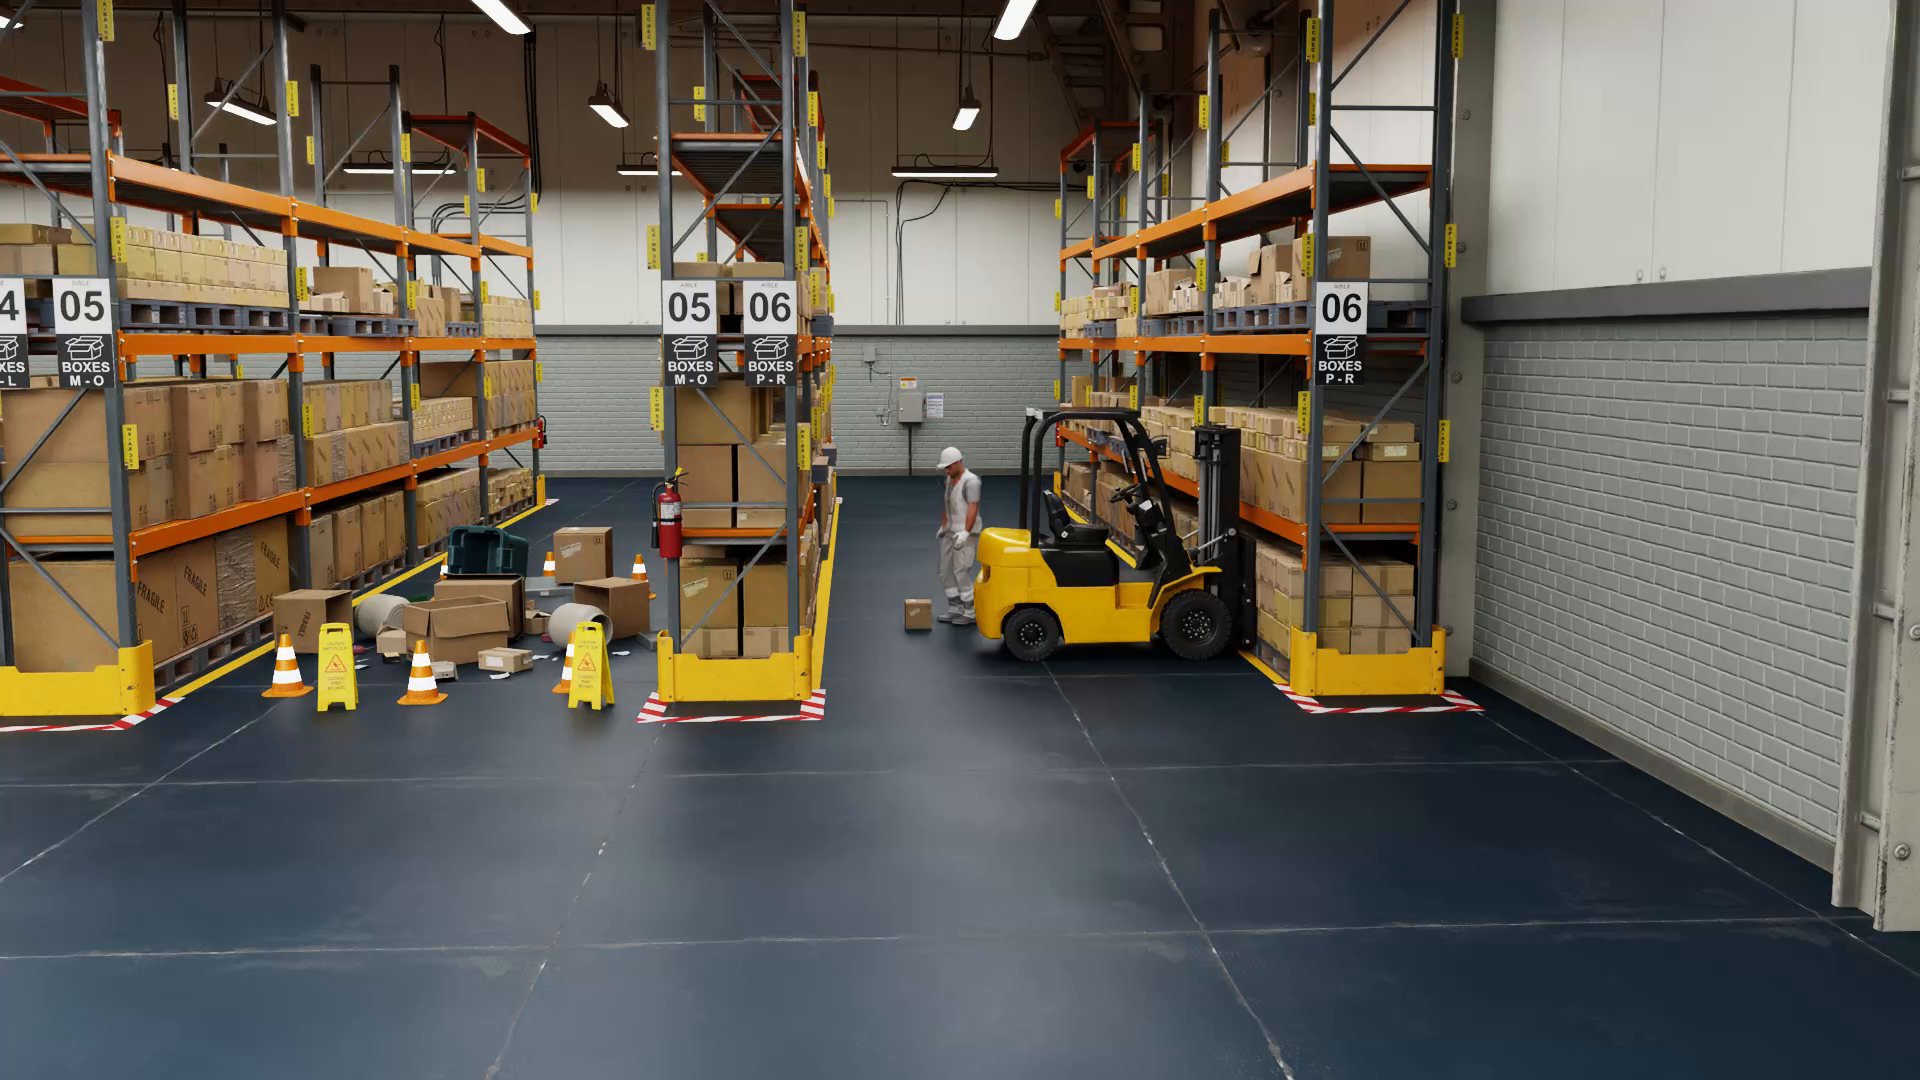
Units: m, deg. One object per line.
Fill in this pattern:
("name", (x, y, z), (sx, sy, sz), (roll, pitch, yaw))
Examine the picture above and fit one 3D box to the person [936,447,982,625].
("person", (-0.017, -0.043, 16.241), (0.459, 1.735, 0.544), (-4, 8, -31))
